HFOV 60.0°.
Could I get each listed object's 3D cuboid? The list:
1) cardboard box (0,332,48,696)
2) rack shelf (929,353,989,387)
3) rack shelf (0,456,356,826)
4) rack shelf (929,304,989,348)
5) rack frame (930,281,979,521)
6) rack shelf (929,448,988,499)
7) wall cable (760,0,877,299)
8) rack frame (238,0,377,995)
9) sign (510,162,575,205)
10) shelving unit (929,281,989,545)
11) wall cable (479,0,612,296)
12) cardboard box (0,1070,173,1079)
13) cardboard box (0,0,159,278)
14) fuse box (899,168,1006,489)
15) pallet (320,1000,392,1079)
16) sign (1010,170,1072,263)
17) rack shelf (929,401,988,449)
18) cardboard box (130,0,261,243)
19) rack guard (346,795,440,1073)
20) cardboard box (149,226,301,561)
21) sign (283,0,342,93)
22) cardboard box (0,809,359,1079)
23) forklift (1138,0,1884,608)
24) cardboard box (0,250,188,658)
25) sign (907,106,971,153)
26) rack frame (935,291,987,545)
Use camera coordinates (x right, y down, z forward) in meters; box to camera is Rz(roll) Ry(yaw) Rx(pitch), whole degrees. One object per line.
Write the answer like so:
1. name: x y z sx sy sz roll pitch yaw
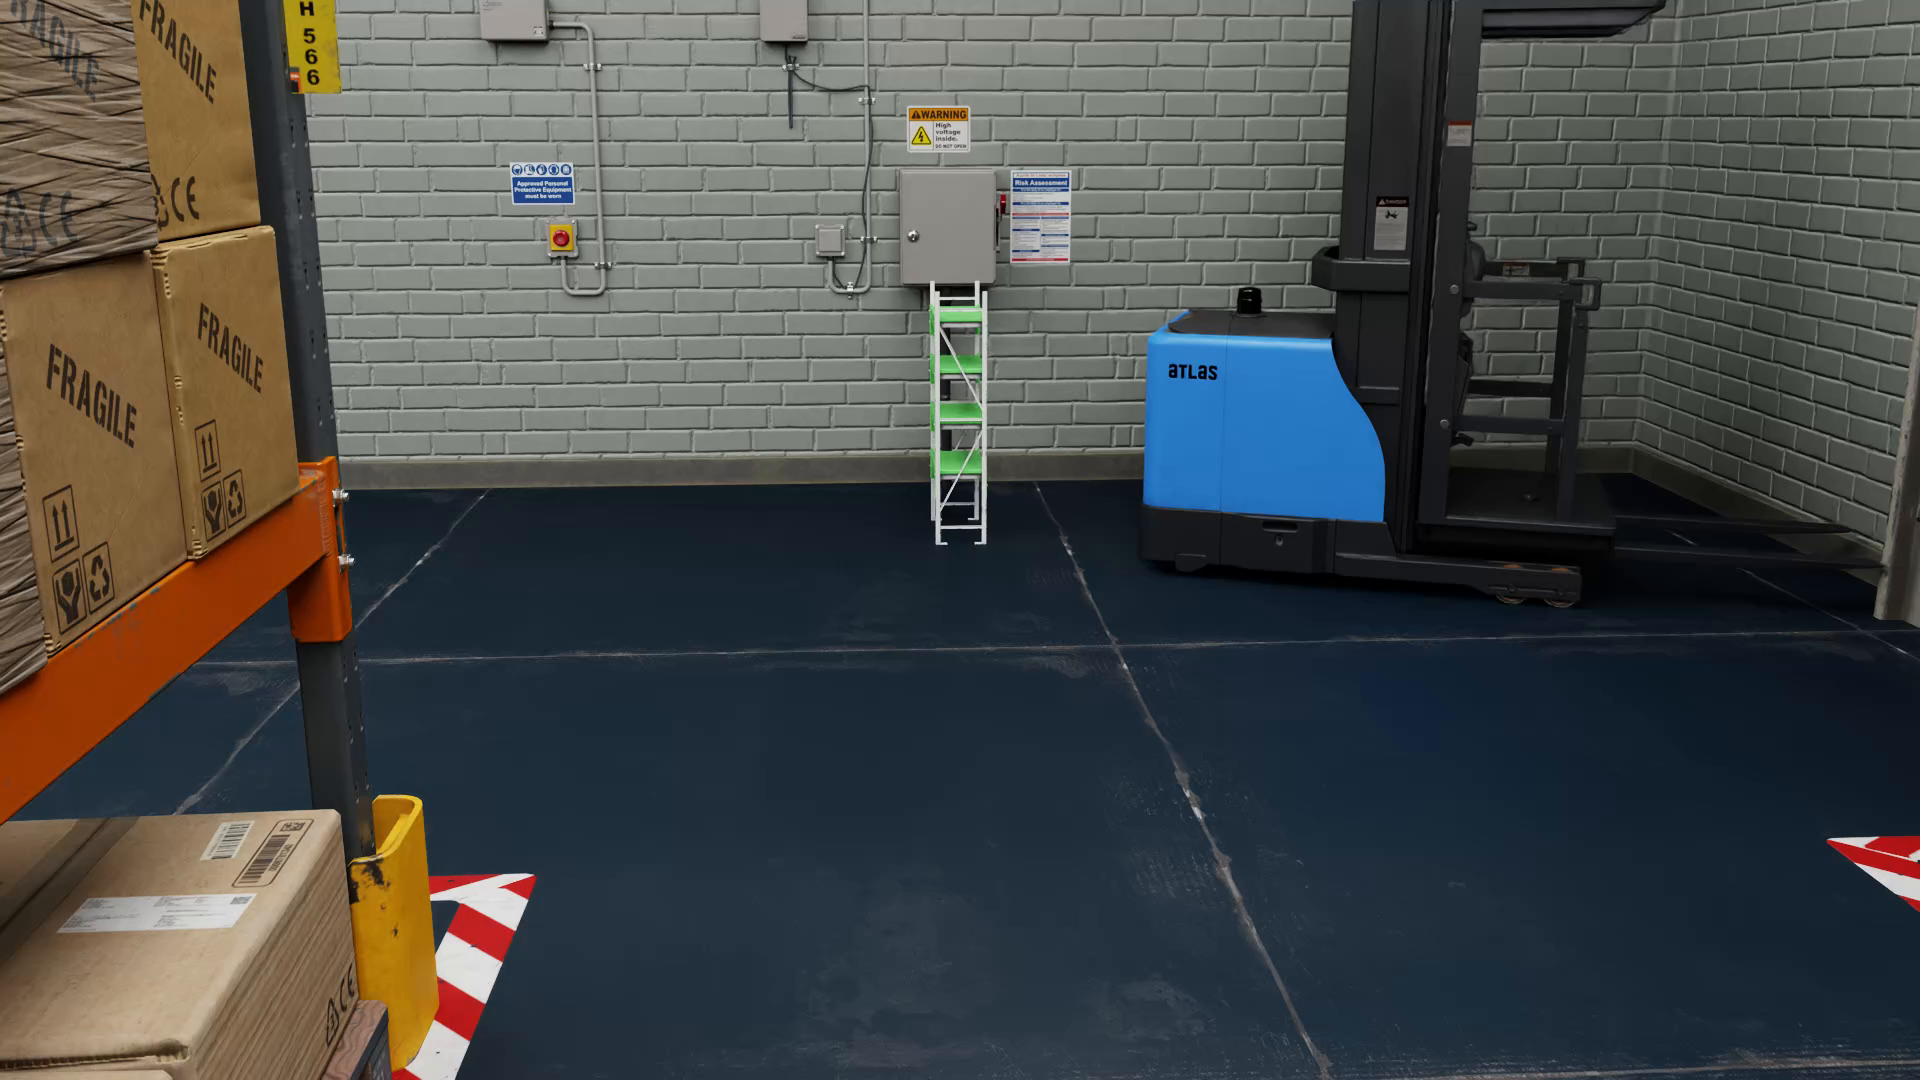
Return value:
1. cardboard box: -1.427 -0.013 1.856 0.500 0.500 0.500 0 14 -2
2. rack shelf: -0.010 -0.793 7.993 0.258 0.148 0.480 -1 14 -3
3. rack shelf: -1.654 0.513 1.458 1.077 0.370 4.000 -1 14 -3
4. rack shelf: -0.010 -1.025 7.933 0.258 0.148 0.480 -1 14 -3
5. rack frame: -0.025 -0.683 8.273 0.240 1.200 0.015 -1 14 -3
6. rack shelf: -0.010 -0.328 8.113 0.258 0.148 0.480 -1 14 -3
7. wall cable: -0.736 -2.252 8.721 0.588 1.984 0.122 -1 14 -3
8. rack frame: -1.778 -0.333 3.302 1.000 3.000 0.127 -1 14 -3
9. sign: -2.203 -1.881 8.773 0.327 0.218 0.001 -1 14 -3
10. shelving unit: -0.010 -0.622 8.037 0.258 1.200 0.503 -1 14 -3
11. wall cable: -2.151 -2.242 8.620 0.585 1.953 0.123 -1 14 -3
12. cardboard box: -1.573 1.094 2.053 0.875 0.438 0.875 0 14 -2
13. cardboard box: -1.449 -0.620 2.210 0.500 0.500 0.500 -1 14 -3
14. fuse box: -0.045 -1.107 8.896 0.539 1.711 0.414 -1 14 -3
15. pallet: -1.651 1.215 2.881 1.003 0.211 1.213 -1 14 -3
16. sign: 0.435 -1.745 8.978 0.329 0.494 0.001 -1 14 -3
17. rack shelf: -0.010 -0.560 8.053 0.258 0.148 0.480 -1 14 -3
18. cardboard box: -1.511 -0.750 2.713 0.500 0.500 0.500 0 14 -2
19. rack guard: -1.780 0.871 3.637 1.175 0.500 0.348 -1 14 -3
20. cardboard box: -1.484 -0.266 2.839 0.500 0.500 0.500 -1 14 -3
21. sign: -1.236 -1.014 3.147 0.100 0.325 0.005 -1 14 -3
22. cardboard box: -1.638 0.867 2.937 0.875 0.438 0.875 -1 14 -5
23. forklift: 2.379 -1.284 7.136 3.031 2.935 1.130 4 15 16
24. cardboard box: -1.468 -0.141 2.353 0.500 0.500 0.500 -1 14 -5
25. sign: -0.113 -2.182 8.830 0.339 0.242 0.001 -1 14 -3
26. rack frame: 0.005 -0.562 7.801 0.240 1.200 0.015 -1 14 -3
